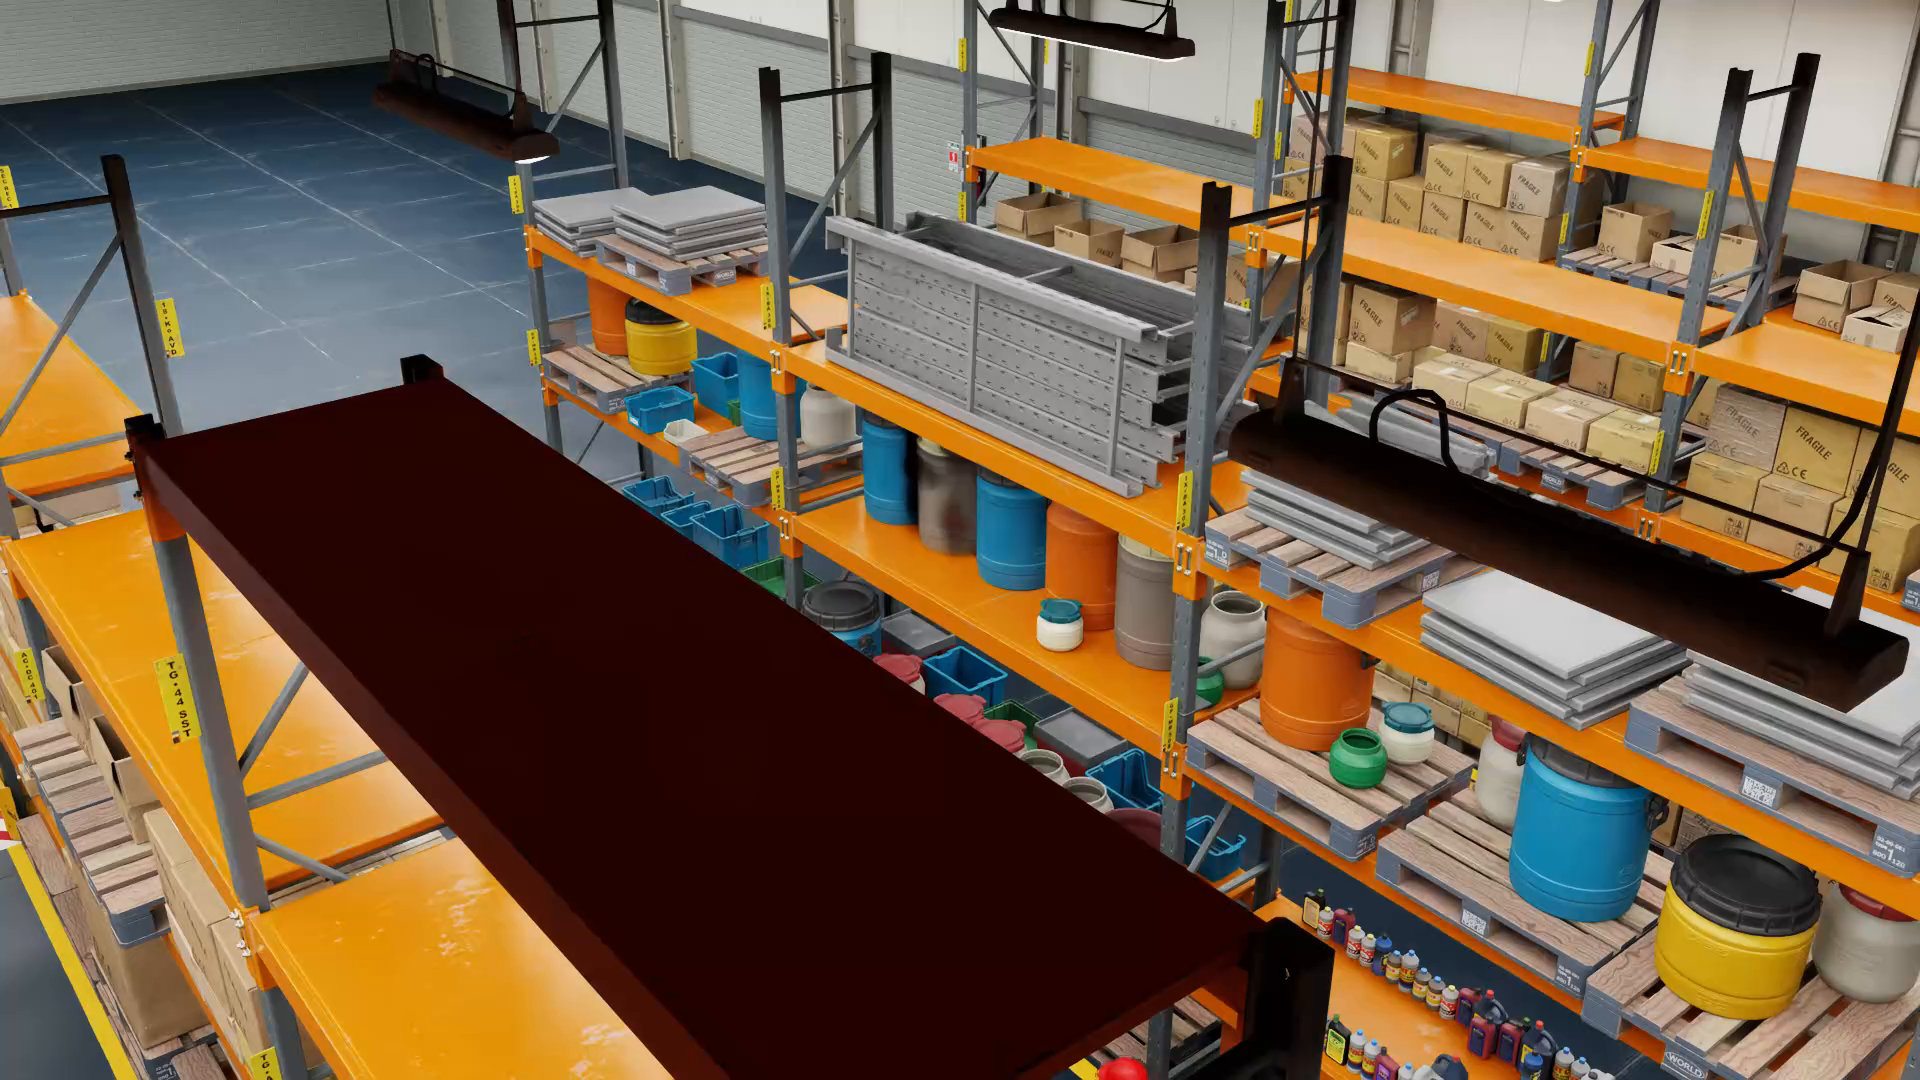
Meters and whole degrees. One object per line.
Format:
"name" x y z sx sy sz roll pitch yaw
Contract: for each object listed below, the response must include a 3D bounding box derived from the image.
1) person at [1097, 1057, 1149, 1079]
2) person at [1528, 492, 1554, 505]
"person" 0.991 3.536 8.953 0.665 1.720 0.718 -15 29 -27
"person" 5.574 0.079 16.173 0.535 1.710 0.741 -18 31 -32
